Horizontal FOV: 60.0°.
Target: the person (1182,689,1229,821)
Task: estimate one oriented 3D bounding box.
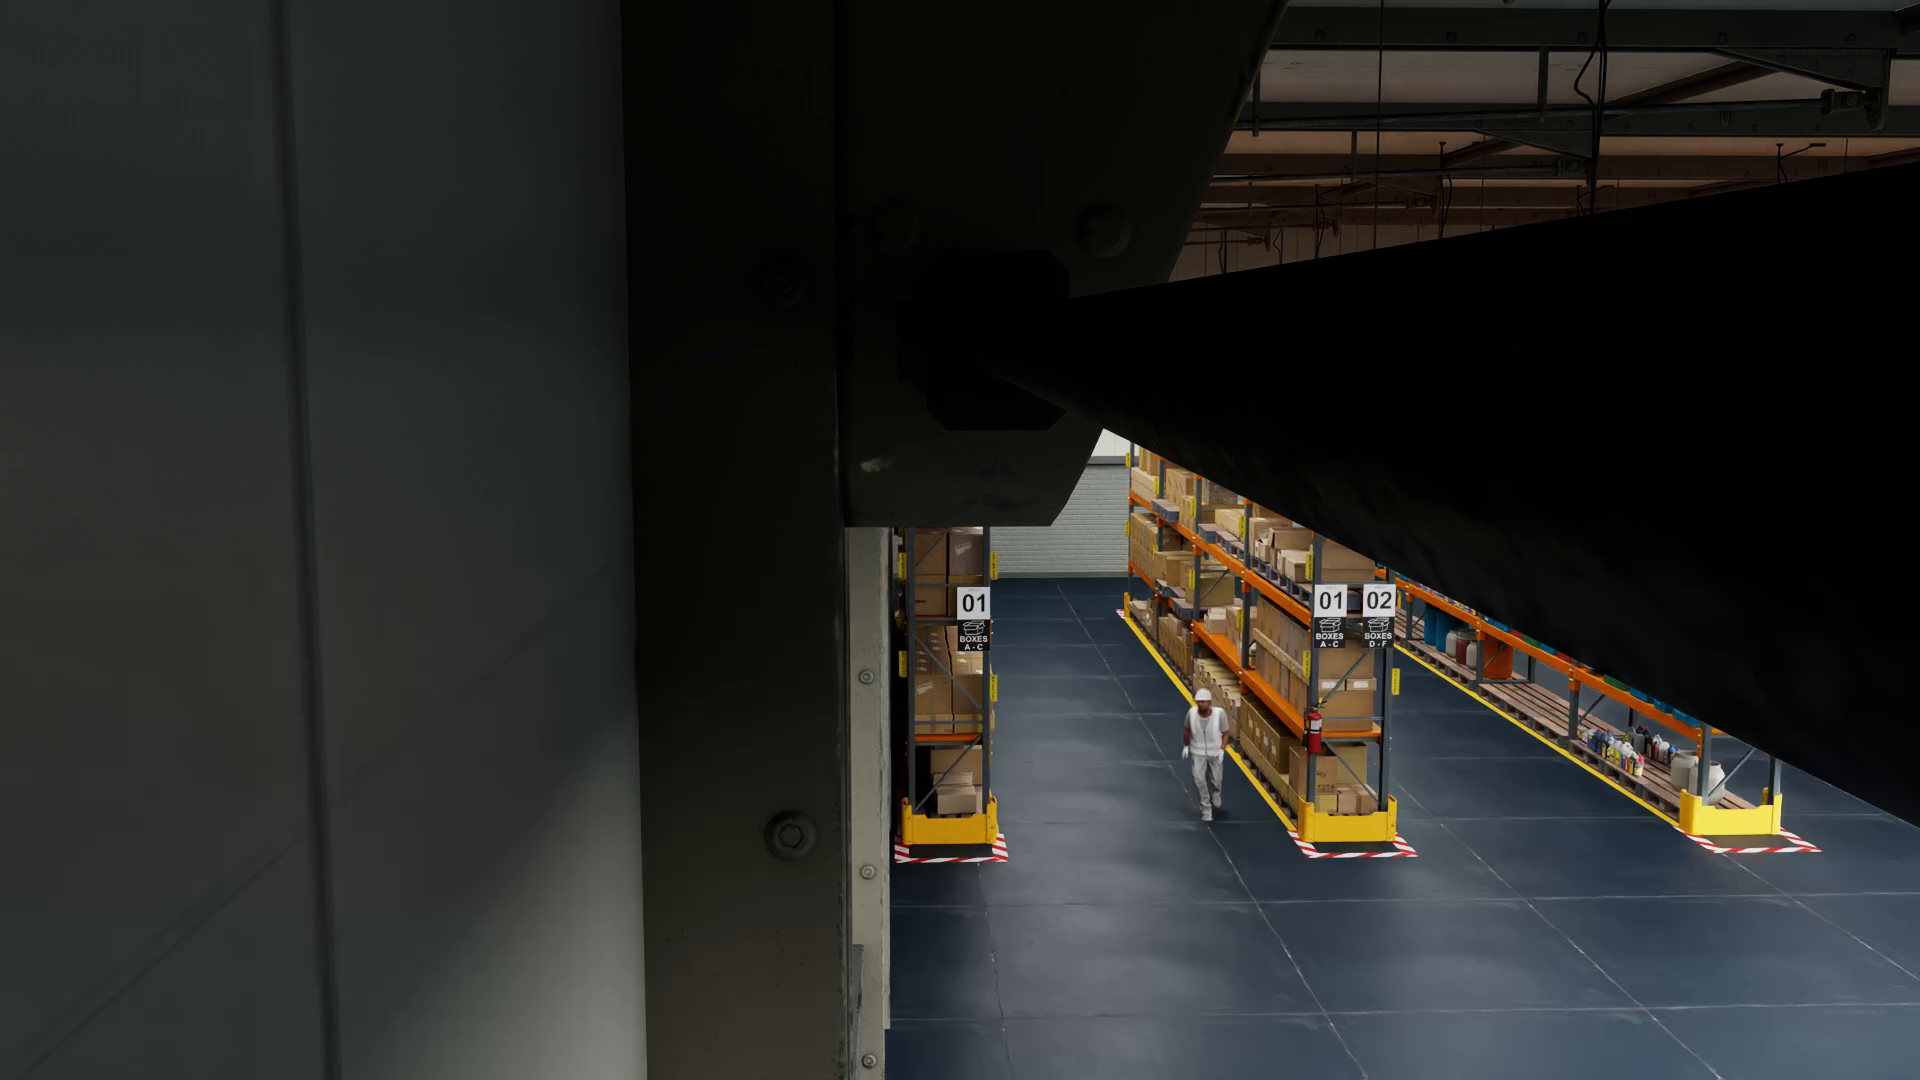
[{"bbox_3d":[3.189,2.737,21.601,0.607,1.696,0.798,2,7,12],"label":"person"}]
